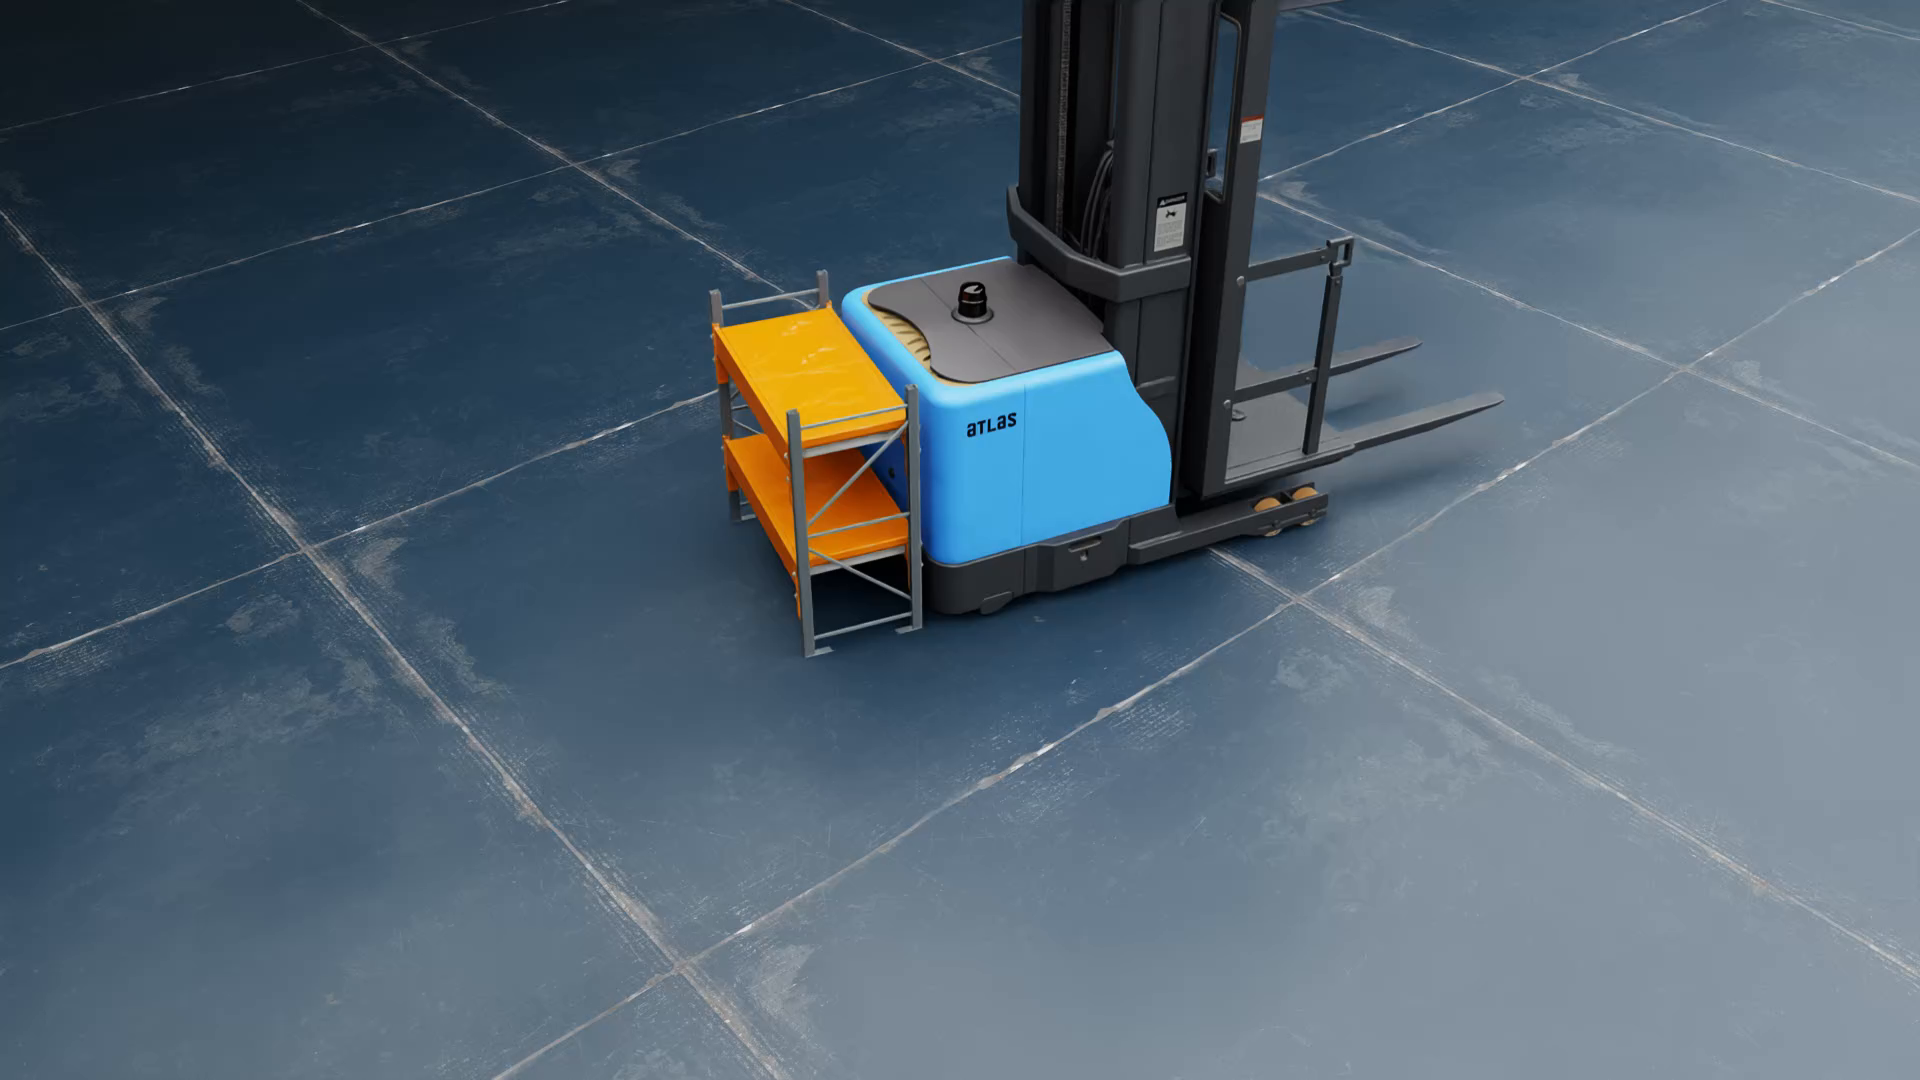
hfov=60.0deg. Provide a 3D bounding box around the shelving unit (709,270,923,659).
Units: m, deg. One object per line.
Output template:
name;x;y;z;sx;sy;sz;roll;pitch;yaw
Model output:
shelving unit;-0.584;-0.324;6.735;0.538;1.125;1.048;-14;38;-18

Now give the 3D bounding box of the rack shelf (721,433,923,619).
rack shelf;-0.584;-0.125;6.876;0.538;0.278;1.000;-14;38;-18

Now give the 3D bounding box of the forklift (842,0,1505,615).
forklift;1.054;-1.470;6.790;3.031;2.935;1.130;-16;38;-21

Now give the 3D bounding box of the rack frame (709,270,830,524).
rack frame;-0.780;-0.595;7.117;0.500;1.125;0.032;-14;38;-18

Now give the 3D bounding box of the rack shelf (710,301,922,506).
rack shelf;-0.584;-0.563;6.565;0.538;0.278;1.000;-14;38;-18

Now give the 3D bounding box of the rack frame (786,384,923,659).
rack frame;-0.388;-0.053;6.352;0.500;1.125;0.032;-14;38;-18
